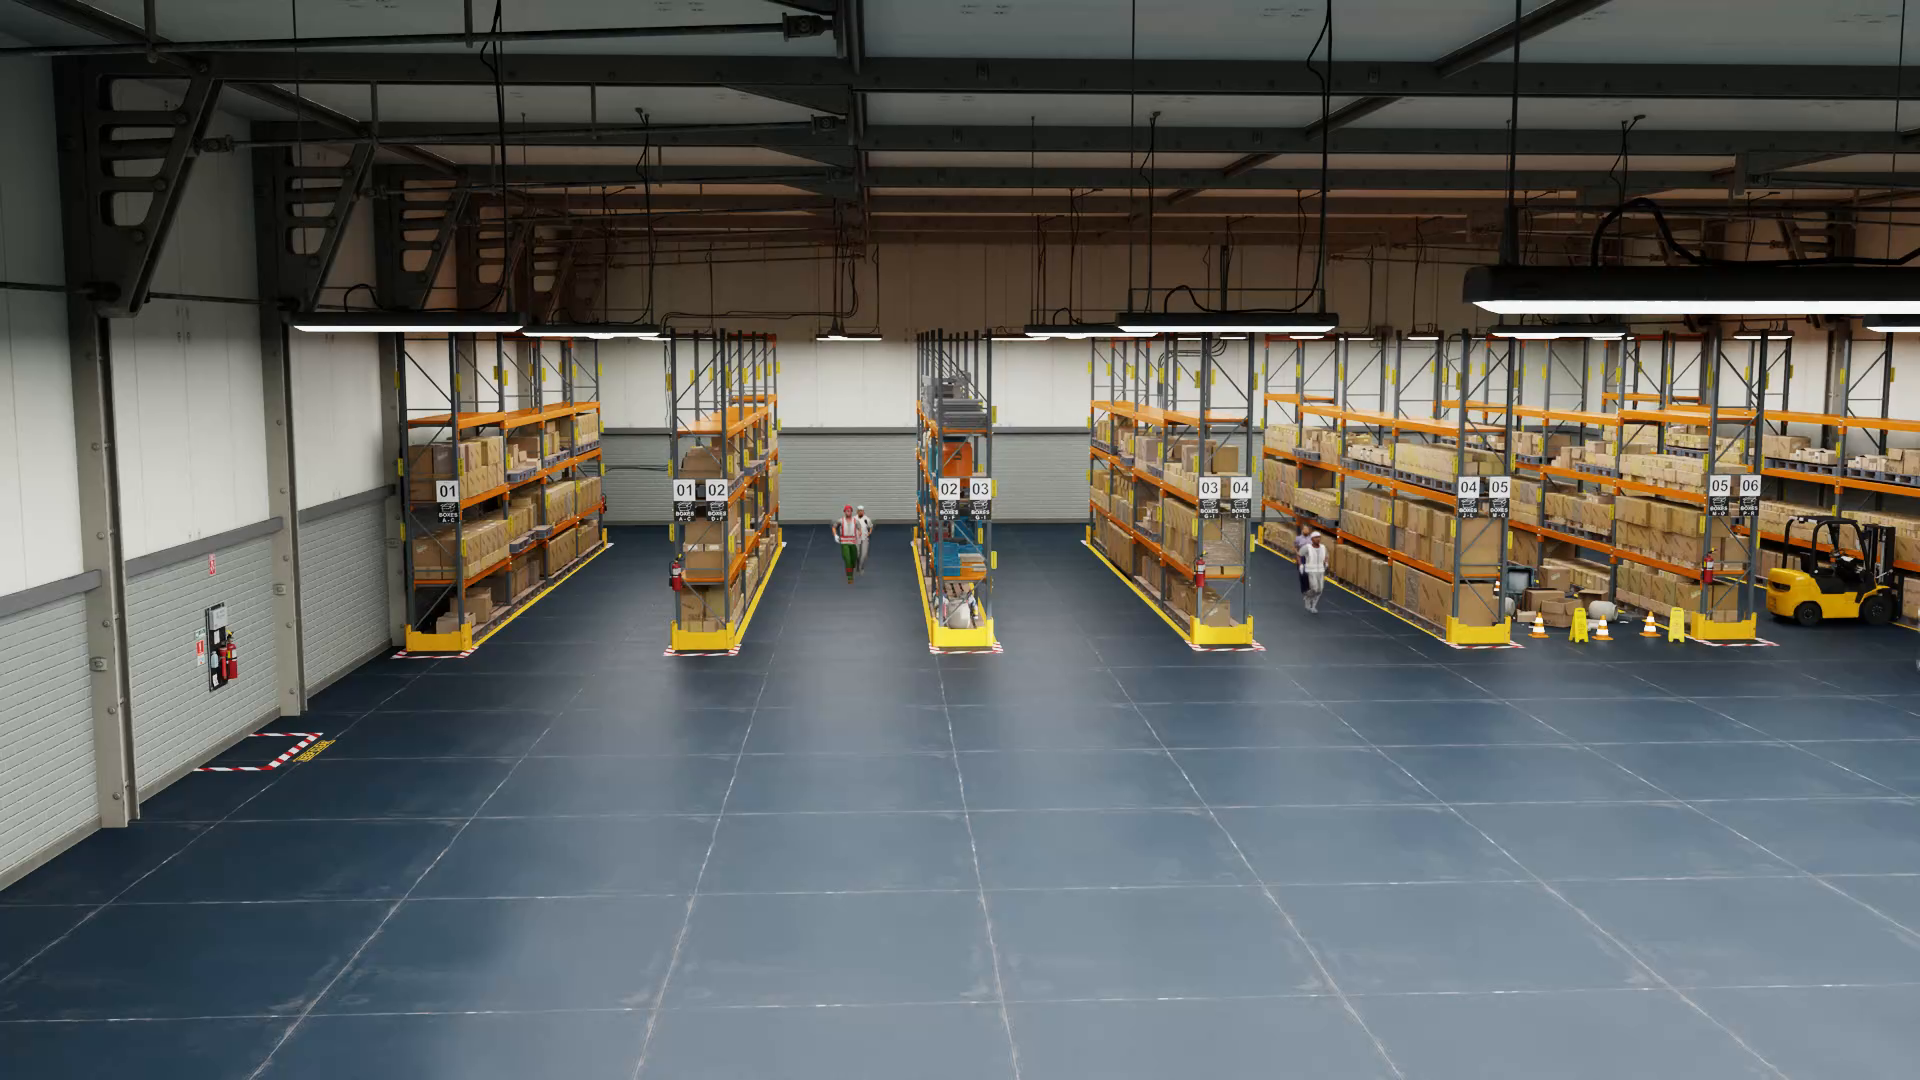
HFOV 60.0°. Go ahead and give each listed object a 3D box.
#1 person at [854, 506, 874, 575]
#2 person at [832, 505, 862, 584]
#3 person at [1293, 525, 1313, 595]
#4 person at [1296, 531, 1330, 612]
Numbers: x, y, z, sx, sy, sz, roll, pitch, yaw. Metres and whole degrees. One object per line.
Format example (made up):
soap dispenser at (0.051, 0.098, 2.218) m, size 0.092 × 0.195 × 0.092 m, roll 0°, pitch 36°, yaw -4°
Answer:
person at (-2.347, 0.005, 39.365) m, size 0.616 × 1.628 × 0.508 m, roll -1°, pitch 7°, yaw -5°
person at (-2.553, 0.094, 37.903) m, size 0.690 × 1.770 × 0.752 m, roll -2°, pitch 7°, yaw -14°
person at (7.905, 0.451, 38.034) m, size 0.586 × 1.601 × 0.524 m, roll 0°, pitch 7°, yaw 4°
person at (7.567, 0.686, 35.346) m, size 0.682 × 1.735 × 0.620 m, roll -2°, pitch 7°, yaw -16°
